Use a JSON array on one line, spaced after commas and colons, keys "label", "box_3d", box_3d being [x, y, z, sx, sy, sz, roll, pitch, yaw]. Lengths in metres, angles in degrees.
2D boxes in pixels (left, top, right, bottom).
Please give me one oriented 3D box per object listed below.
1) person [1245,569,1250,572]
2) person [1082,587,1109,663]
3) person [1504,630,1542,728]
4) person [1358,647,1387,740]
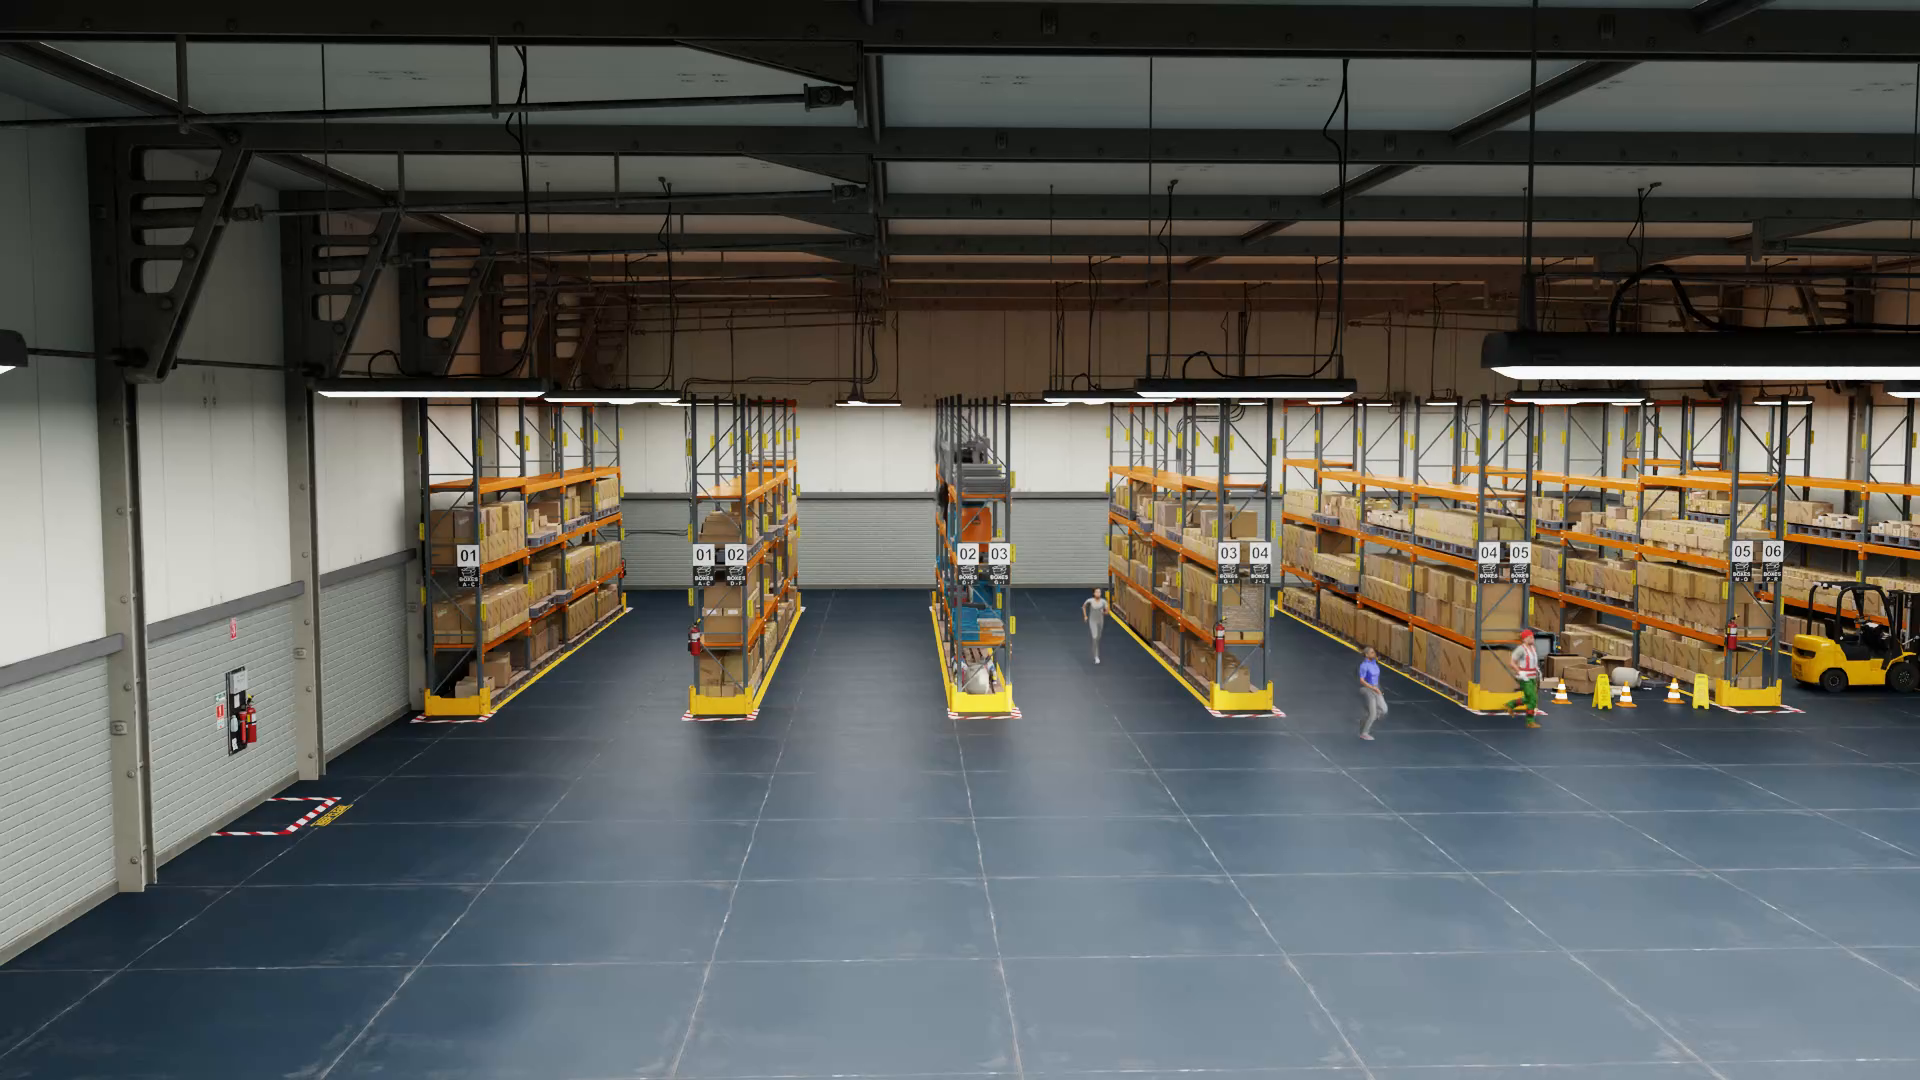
[{"label": "person", "box_3d": [7.979, 1.136, 47.349, 0.762, 1.710, 0.611, 1, 5, 11]}, {"label": "person", "box_3d": [3.096, 1.902, 37.695, 0.568, 1.675, 0.882, -1, 5, -13]}, {"label": "person", "box_3d": [10.176, 2.484, 30.029, 0.693, 1.751, 0.787, -4, 6, -42]}, {"label": "person", "box_3d": [7.150, 2.659, 28.846, 0.479, 1.607, 0.586, 4, 6, 39]}]
